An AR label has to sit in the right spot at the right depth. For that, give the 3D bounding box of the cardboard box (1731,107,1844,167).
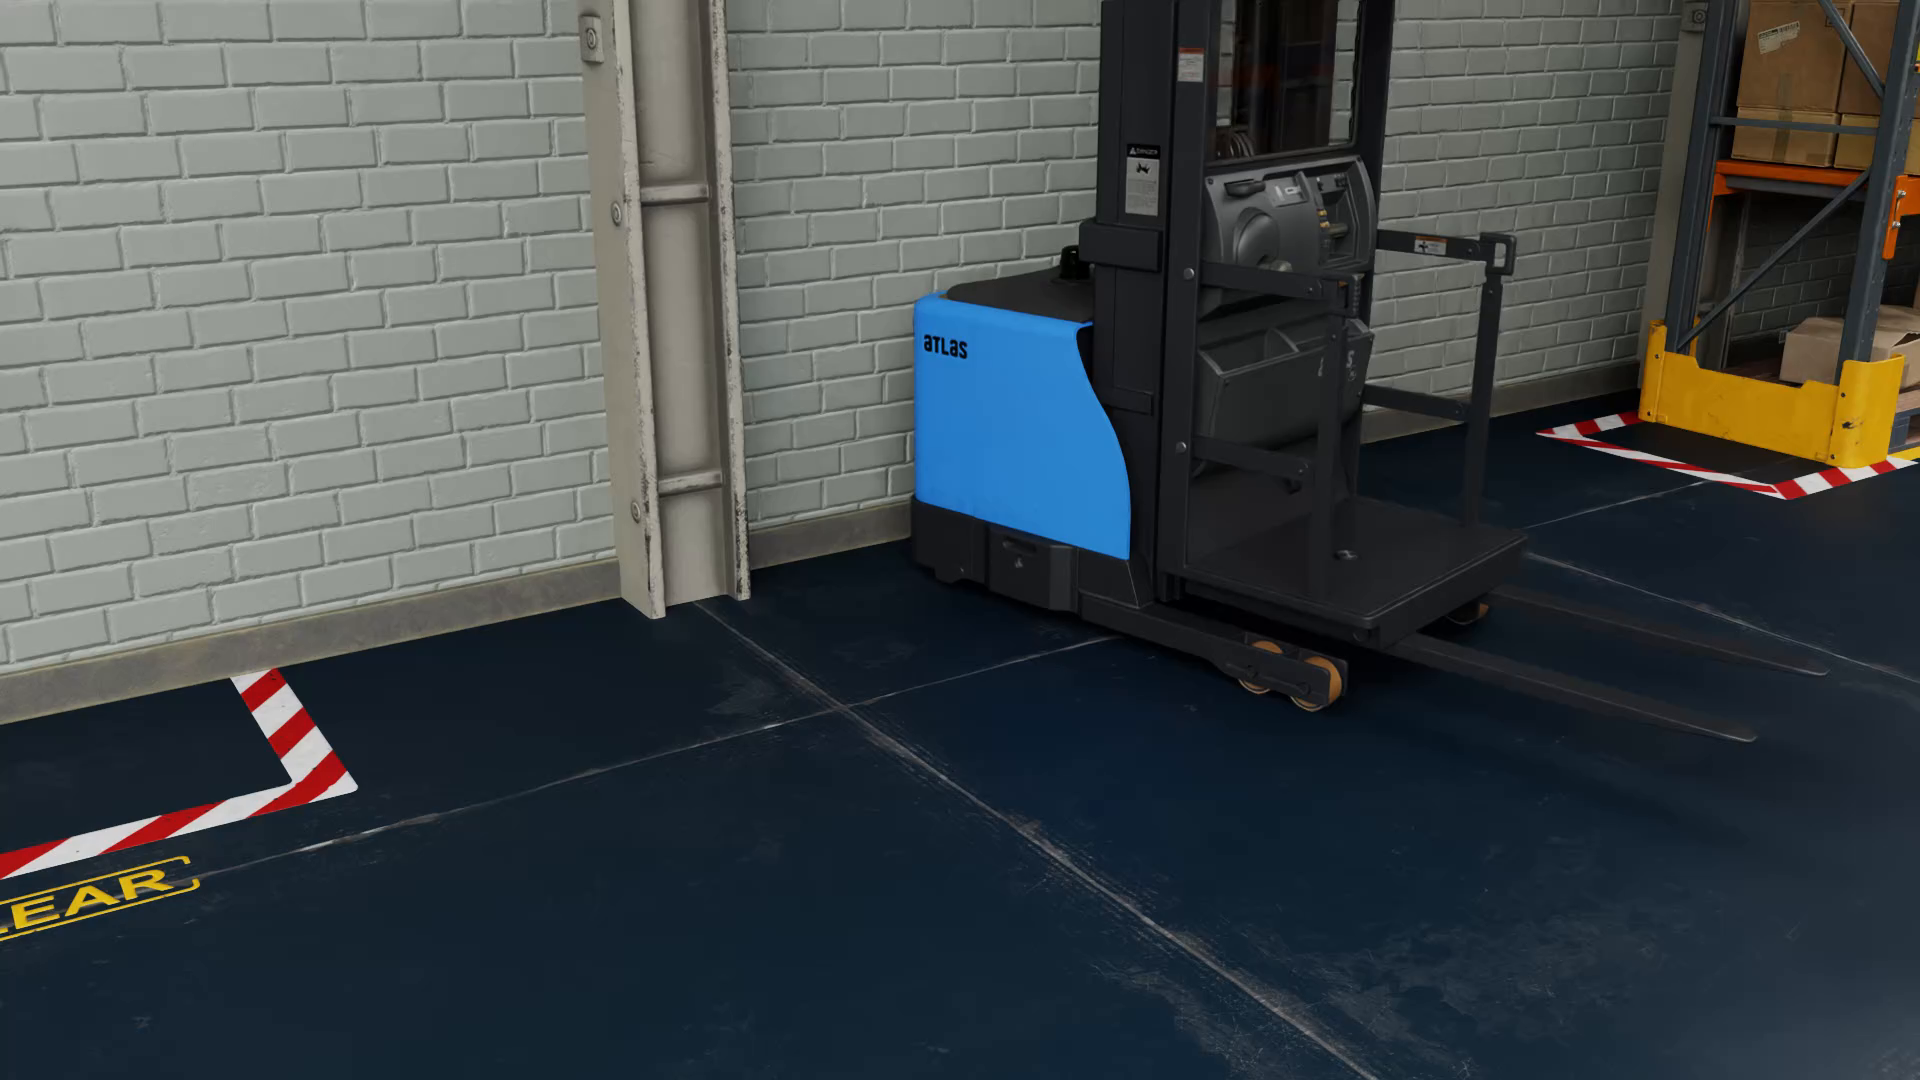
[{"bbox_3d":[4.171,-1.990,8.150,0.500,0.250,0.500,-12,22,-31],"label":"cardboard box"}]

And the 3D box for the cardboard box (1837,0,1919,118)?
[{"bbox_3d":[4.451,-2.215,7.644,0.500,0.500,0.500,-12,22,-31],"label":"cardboard box"}]

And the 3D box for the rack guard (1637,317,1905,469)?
[{"bbox_3d":[3.951,-0.746,8.172,0.348,0.500,1.175,-12,22,-31],"label":"rack guard"}]

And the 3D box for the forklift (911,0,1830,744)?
[{"bbox_3d":[1.237,-1.045,5.260,3.031,2.935,1.130,17,25,40],"label":"forklift"}]

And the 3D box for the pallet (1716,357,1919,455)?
[{"bbox_3d":[4.649,-0.743,8.614,1.213,0.211,1.003,-12,22,-31],"label":"pallet"}]

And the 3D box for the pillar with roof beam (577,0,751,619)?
[{"bbox_3d":[1.353,-2.905,1.288,0.400,9.000,9.100,-12,22,-31],"label":"pillar with roof beam"}]

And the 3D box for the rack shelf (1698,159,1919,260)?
[{"bbox_3d":[5.558,-1.929,8.889,4.000,0.370,1.077,-12,22,-31],"label":"rack shelf"}]

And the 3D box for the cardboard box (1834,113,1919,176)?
[{"bbox_3d":[4.469,-1.857,7.756,0.500,0.250,0.500,-13,22,-33],"label":"cardboard box"}]

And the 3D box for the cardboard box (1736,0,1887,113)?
[{"bbox_3d":[4.164,-2.351,8.047,0.500,0.500,0.500,-12,22,-32],"label":"cardboard box"}]

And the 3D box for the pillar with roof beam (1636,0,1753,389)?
[{"bbox_3d":[6.364,-3.962,4.414,0.400,9.000,9.100,-12,22,-31],"label":"pillar with roof beam"}]

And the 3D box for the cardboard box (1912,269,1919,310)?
[{"bbox_3d":[5.631,-1.255,8.991,0.500,0.500,0.700,-14,23,-35],"label":"cardboard box"}]

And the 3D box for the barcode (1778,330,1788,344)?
[{"bbox_3d":[4.310,-1.064,8.706,0.075,0.075,0.001,-12,22,-31],"label":"barcode"}]

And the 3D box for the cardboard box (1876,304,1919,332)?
[{"bbox_3d":[4.991,-1.050,8.679,0.500,0.311,0.500,-10,21,-27],"label":"cardboard box"}]

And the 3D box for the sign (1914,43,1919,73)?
[{"bbox_3d":[4.186,-2.182,7.164,0.005,0.325,0.100,-12,22,-31],"label":"sign"}]

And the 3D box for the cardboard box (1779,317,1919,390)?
[{"bbox_3d":[4.515,-0.950,8.382,0.500,0.311,0.500,-15,24,-37],"label":"cardboard box"}]

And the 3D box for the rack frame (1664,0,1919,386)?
[{"bbox_3d":[3.887,-1.917,7.732,0.127,3.000,1.000,-12,22,-31],"label":"rack frame"}]
